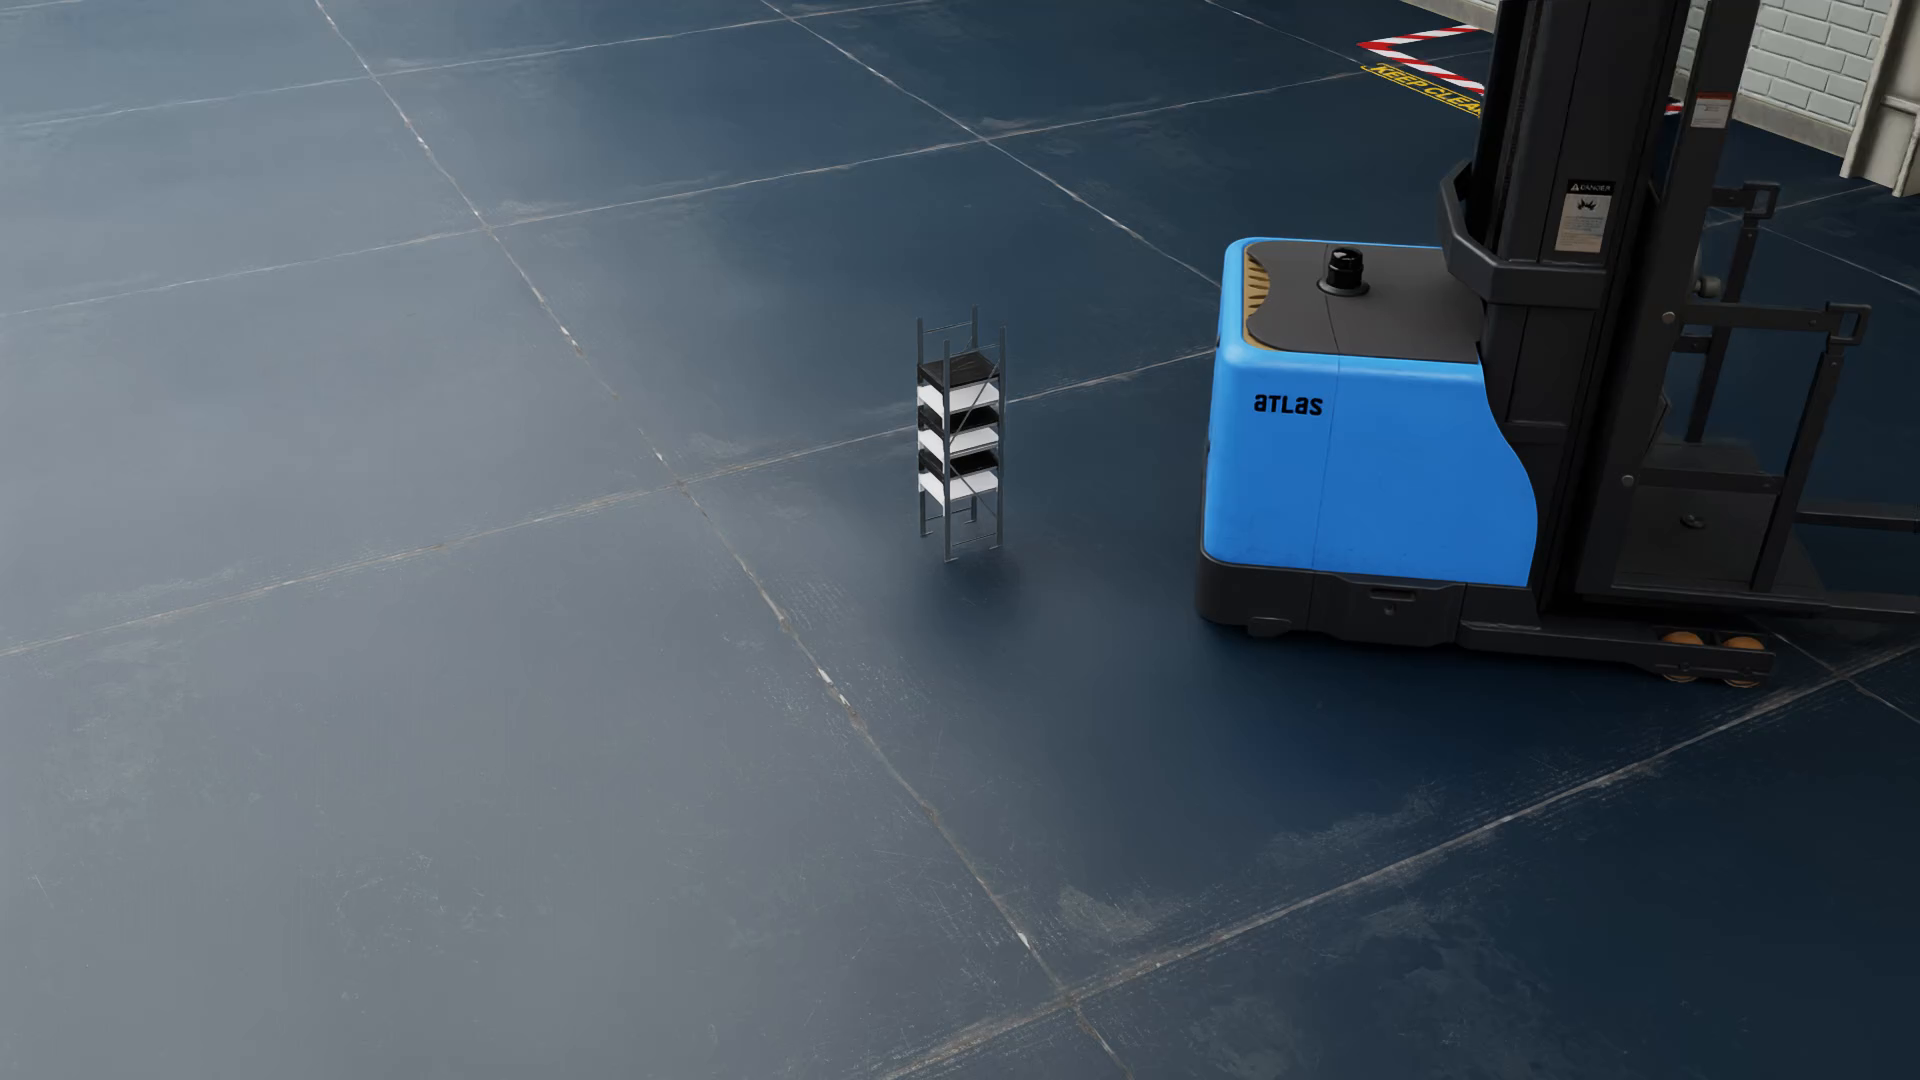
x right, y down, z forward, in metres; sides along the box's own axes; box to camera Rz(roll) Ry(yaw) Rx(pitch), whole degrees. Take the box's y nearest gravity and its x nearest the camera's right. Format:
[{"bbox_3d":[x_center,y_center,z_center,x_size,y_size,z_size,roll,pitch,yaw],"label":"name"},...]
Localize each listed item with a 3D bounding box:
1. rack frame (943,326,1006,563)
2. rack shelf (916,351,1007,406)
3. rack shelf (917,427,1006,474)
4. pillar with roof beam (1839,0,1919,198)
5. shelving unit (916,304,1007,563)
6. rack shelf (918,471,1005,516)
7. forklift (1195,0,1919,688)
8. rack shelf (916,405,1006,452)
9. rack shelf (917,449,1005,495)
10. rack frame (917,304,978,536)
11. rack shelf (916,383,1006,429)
[{"bbox_3d":[0.051,-0.327,5.925,0.240,0.900,0.006,-16,36,-23],"label":"rack frame"},{"bbox_3d":[0.004,-0.574,5.874,0.258,0.077,0.200,-16,36,-23],"label":"rack shelf"},{"bbox_3d":[0.004,-0.347,6.019,0.258,0.077,0.200,-16,36,-23],"label":"rack shelf"},{"bbox_3d":[1.441,-4.734,5.298,9.100,9.000,0.400,-16,36,-23],"label":"pillar with roof beam"},{"bbox_3d":[0.004,-0.375,6.001,0.258,0.900,0.210,-16,36,-23],"label":"shelving unit"},{"bbox_3d":[0.004,-0.195,6.116,0.258,0.077,0.200,-16,36,-23],"label":"rack shelf"},{"bbox_3d":[2.374,-1.055,5.180,3.031,2.935,1.130,5,33,7],"label":"forklift"},{"bbox_3d":[0.004,-0.423,5.971,0.258,0.077,0.200,-16,36,-23],"label":"rack shelf"},{"bbox_3d":[0.004,-0.271,6.068,0.258,0.077,0.200,-16,36,-23],"label":"rack shelf"},{"bbox_3d":[-0.044,-0.424,6.077,0.240,0.900,0.006,-16,36,-23],"label":"rack frame"},{"bbox_3d":[0.004,-0.499,5.922,0.258,0.077,0.200,-16,36,-23],"label":"rack shelf"}]
